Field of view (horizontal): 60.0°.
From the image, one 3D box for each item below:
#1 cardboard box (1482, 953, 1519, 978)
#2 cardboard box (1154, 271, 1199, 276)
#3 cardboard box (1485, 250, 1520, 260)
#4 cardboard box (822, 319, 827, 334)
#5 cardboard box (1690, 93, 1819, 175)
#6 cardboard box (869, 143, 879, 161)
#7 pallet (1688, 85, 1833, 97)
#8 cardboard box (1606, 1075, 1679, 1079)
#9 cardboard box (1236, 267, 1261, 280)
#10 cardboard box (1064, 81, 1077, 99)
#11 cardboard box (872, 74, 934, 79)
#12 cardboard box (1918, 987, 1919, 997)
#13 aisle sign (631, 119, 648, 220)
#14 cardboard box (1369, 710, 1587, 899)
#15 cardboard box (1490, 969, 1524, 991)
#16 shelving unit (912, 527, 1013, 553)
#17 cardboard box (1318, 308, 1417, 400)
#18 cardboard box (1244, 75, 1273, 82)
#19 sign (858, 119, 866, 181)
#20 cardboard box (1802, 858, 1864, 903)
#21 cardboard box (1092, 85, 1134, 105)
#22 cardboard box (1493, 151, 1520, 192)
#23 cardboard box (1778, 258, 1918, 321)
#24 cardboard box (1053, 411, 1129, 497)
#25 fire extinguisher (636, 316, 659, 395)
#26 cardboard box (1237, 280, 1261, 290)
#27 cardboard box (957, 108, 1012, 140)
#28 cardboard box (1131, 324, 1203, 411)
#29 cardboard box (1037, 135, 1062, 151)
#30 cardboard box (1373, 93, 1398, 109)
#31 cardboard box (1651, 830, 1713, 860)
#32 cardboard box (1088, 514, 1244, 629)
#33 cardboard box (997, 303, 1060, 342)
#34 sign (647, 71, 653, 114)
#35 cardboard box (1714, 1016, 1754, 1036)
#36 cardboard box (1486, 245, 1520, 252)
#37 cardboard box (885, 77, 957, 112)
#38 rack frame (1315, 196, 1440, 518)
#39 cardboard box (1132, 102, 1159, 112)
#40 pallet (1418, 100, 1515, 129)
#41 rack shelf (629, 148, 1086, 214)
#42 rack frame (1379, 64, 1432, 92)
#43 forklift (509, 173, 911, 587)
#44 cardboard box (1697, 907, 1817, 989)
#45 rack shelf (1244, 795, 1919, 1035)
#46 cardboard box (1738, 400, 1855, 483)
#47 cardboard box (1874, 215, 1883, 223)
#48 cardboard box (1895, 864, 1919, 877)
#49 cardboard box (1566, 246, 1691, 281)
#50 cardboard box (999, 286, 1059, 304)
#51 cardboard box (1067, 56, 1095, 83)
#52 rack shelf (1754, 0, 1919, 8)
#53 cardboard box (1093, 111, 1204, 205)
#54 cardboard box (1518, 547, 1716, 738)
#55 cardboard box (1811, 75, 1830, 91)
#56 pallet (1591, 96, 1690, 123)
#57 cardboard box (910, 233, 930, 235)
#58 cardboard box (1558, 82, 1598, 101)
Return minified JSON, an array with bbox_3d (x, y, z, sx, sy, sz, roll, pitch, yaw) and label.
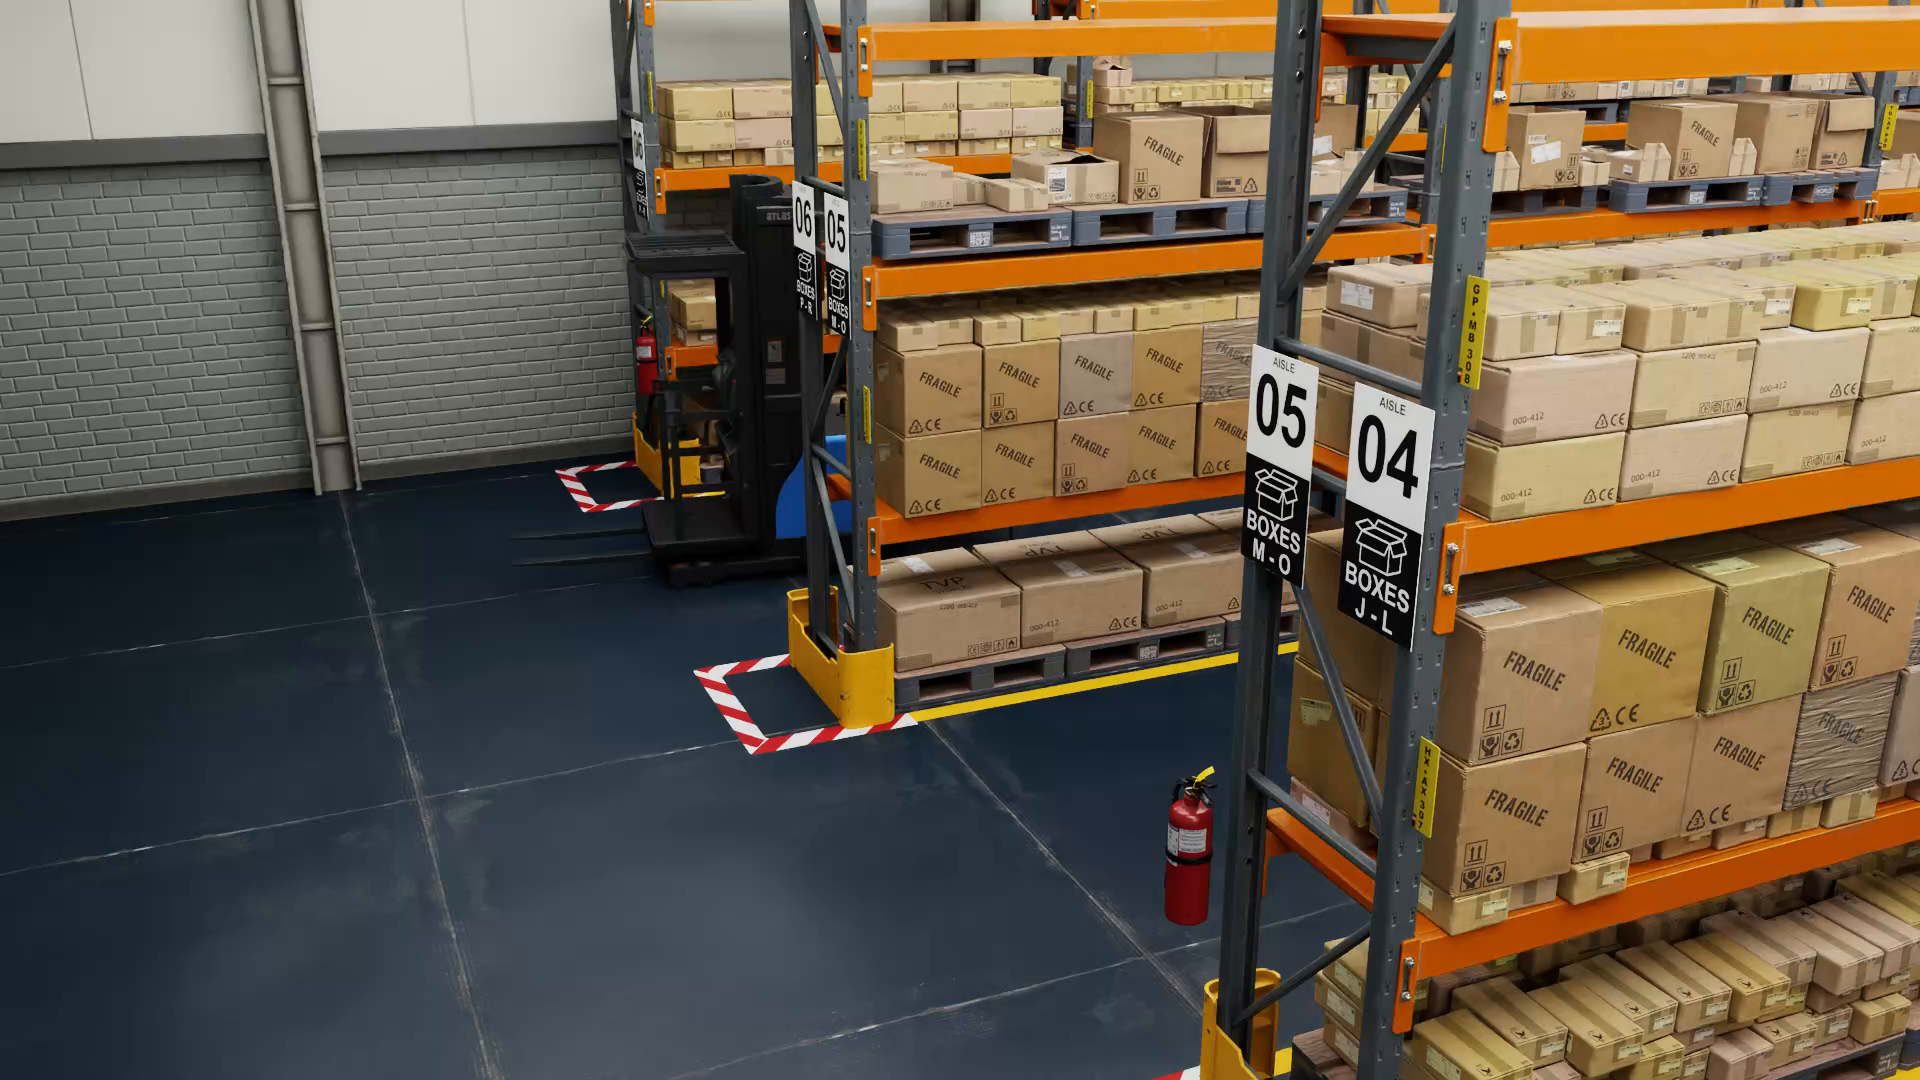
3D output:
[{"bbox_3d":[2.126,1.679,7.002,0.250,0.149,0.380,-9,21,-23],"label":"cardboard box"},{"bbox_3d":[1.958,-2.796,16.164,0.500,0.500,0.700,-8,21,-21],"label":"cardboard box"},{"bbox_3d":[5.590,-2.991,17.727,0.500,0.250,0.500,-9,21,-23],"label":"cardboard box"},{"bbox_3d":[-1.372,-1.946,14.912,0.250,0.149,0.380,-8,21,-21],"label":"cardboard box"},{"bbox_3d":[5.758,-2.972,12.148,0.500,0.500,0.700,-9,21,-25],"label":"cardboard box"},{"bbox_3d":[-0.892,-3.401,14.526,0.250,0.149,0.380,-8,21,-22],"label":"cardboard box"},{"bbox_3d":[9.068,-5.033,18.917,1.213,0.211,1.003,-8,21,-22],"label":"pallet"},{"bbox_3d":[2.619,2.129,6.619,0.250,0.149,0.380,-8,21,-21],"label":"cardboard box"},{"bbox_3d":[2.079,-1.752,11.347,0.250,0.149,0.380,-8,21,-23],"label":"cardboard box"},{"bbox_3d":[1.179,-4.244,15.691,0.250,0.149,0.380,-8,21,-23],"label":"cardboard box"},{"bbox_3d":[-0.553,-4.090,15.129,0.500,0.250,0.500,-8,21,-23],"label":"cardboard box"},{"bbox_3d":[4.259,1.887,7.306,0.250,0.149,0.380,-9,21,-24],"label":"cardboard box"},{"bbox_3d":[-2.670,-3.089,13.864,0.004,0.787,0.394,-8,21,-22],"label":"aisle sign"},{"bbox_3d":[1.821,0.886,5.891,0.500,0.500,0.500,-7,21,-19],"label":"cardboard box"},{"bbox_3d":[2.148,1.829,7.023,0.250,0.149,0.380,-9,21,-24],"label":"cardboard box"},{"bbox_3d":[0.006,-0.708,13.275,0.755,1.500,0.431,-8,21,-22],"label":"shelving unit"},{"bbox_3d":[1.622,-0.670,5.865,0.500,0.250,0.500,-9,21,-24],"label":"cardboard box"},{"bbox_3d":[3.035,-4.537,16.552,0.250,0.149,0.380,-8,21,-22],"label":"cardboard box"},{"bbox_3d":[-0.539,-2.143,9.139,0.005,0.325,0.100,-8,21,-22],"label":"sign"},{"bbox_3d":[3.855,1.478,7.573,0.250,0.149,0.380,-9,21,-23],"label":"cardboard box"},{"bbox_3d":[1.398,-4.075,15.210,0.250,0.149,0.380,-8,21,-20],"label":"cardboard box"},{"bbox_3d":[3.517,-2.483,11.111,0.258,0.266,0.396,-8,21,-22],"label":"cardboard box"},{"bbox_3d":[3.125,-0.888,5.885,0.250,0.149,0.380,-7,21,-20],"label":"cardboard box"},{"bbox_3d":[0.728,-0.607,10.580,0.500,0.500,0.500,-8,21,-22],"label":"cardboard box"},{"bbox_3d":[-2.675,-1.589,14.195,0.183,0.674,0.296,-8,21,-22],"label":"fire extinguisher"},{"bbox_3d":[2.019,-1.591,10.892,0.250,0.149,0.380,-8,21,-22],"label":"cardboard box"},{"bbox_3d":[0.133,-3.761,14.947,0.500,0.250,0.500,-9,21,-24],"label":"cardboard box"},{"bbox_3d":[1.199,-1.149,10.614,0.500,0.500,0.500,-8,21,-22],"label":"cardboard box"},{"bbox_3d":[0.737,-3.646,15.224,0.250,0.149,0.380,-8,21,-22],"label":"cardboard box"},{"bbox_3d":[4.146,-4.398,16.604,0.250,0.149,0.380,-9,21,-23],"label":"cardboard box"},{"bbox_3d":[2.655,1.055,6.388,0.250,0.149,0.380,-8,21,-22],"label":"cardboard box"},{"bbox_3d":[1.478,0.204,11.652,0.875,0.438,0.875,-9,21,-24],"label":"cardboard box"},{"bbox_3d":[0.413,-1.331,10.152,0.250,0.149,0.380,-9,21,-24],"label":"cardboard box"},{"bbox_3d":[-2.508,-3.623,13.463,0.005,0.325,0.100,-8,21,-22],"label":"sign"},{"bbox_3d":[3.063,1.873,6.899,0.250,0.149,0.380,-7,21,-19],"label":"cardboard box"},{"bbox_3d":[5.587,-3.228,17.647,0.500,0.250,0.500,-7,21,-20],"label":"cardboard box"},{"bbox_3d":[-0.350,-3.934,14.688,0.500,0.250,0.500,-8,21,-21],"label":"cardboard box"},{"bbox_3d":[2.919,-0.974,11.773,0.127,3.000,1.000,-8,21,-22],"label":"rack frame"},{"bbox_3d":[1.633,-3.971,15.361,0.250,0.149,0.380,-8,21,-21],"label":"cardboard box"},{"bbox_3d":[5.210,-4.456,17.429,1.003,0.211,1.213,-7,21,-19],"label":"pallet"},{"bbox_3d":[-0.887,-3.300,14.944,4.000,0.370,1.077,-8,21,-22],"label":"rack shelf"},{"bbox_3d":[4.622,-5.843,16.568,0.127,3.000,1.000,-8,21,-22],"label":"rack frame"},{"bbox_3d":[-1.962,-1.225,12.589,3.031,2.935,1.130,-5,20,-14],"label":"forklift"},{"bbox_3d":[3.309,1.707,6.921,0.250,0.149,0.380,-8,21,-22],"label":"cardboard box"},{"bbox_3d":[3.136,1.124,6.896,4.000,0.370,1.077,-8,21,-22],"label":"rack shelf"},{"bbox_3d":[2.766,-0.417,5.898,0.500,0.250,0.500,-9,21,-24],"label":"cardboard box"},{"bbox_3d":[10.670,-3.836,19.748,0.500,0.500,0.500,-9,21,-23],"label":"cardboard box"},{"bbox_3d":[4.316,1.539,7.847,0.250,0.149,0.380,-8,21,-22],"label":"cardboard box"},{"bbox_3d":[2.445,-0.973,6.124,0.250,0.149,0.380,-9,21,-23],"label":"cardboard box"},{"bbox_3d":[0.439,-1.515,10.675,0.250,0.149,0.380,-8,21,-22],"label":"cardboard box"},{"bbox_3d":[1.203,-4.426,15.583,0.258,0.266,0.396,-8,21,-23],"label":"cardboard box"},{"bbox_3d":[10.132,-6.105,18.996,4.000,0.370,1.077,-8,21,-22],"label":"rack shelf"},{"bbox_3d":[1.157,-2.375,10.300,0.500,0.500,0.500,-8,21,-21],"label":"cardboard box"},{"bbox_3d":[2.278,0.343,5.929,0.500,0.500,0.500,-8,21,-20],"label":"cardboard box"},{"bbox_3d":[9.533,-5.149,18.708,0.250,0.149,0.380,-7,21,-20],"label":"cardboard box"},{"bbox_3d":[7.490,-4.745,18.252,1.217,0.209,0.805,-9,21,-24],"label":"pallet"},{"bbox_3d":[-0.523,-2.796,15.595,0.500,0.500,0.500,-9,21,-23],"label":"cardboard box"},{"bbox_3d":[6.319,-4.876,17.404,0.500,0.500,0.500,-8,21,-21],"label":"cardboard box"}]
